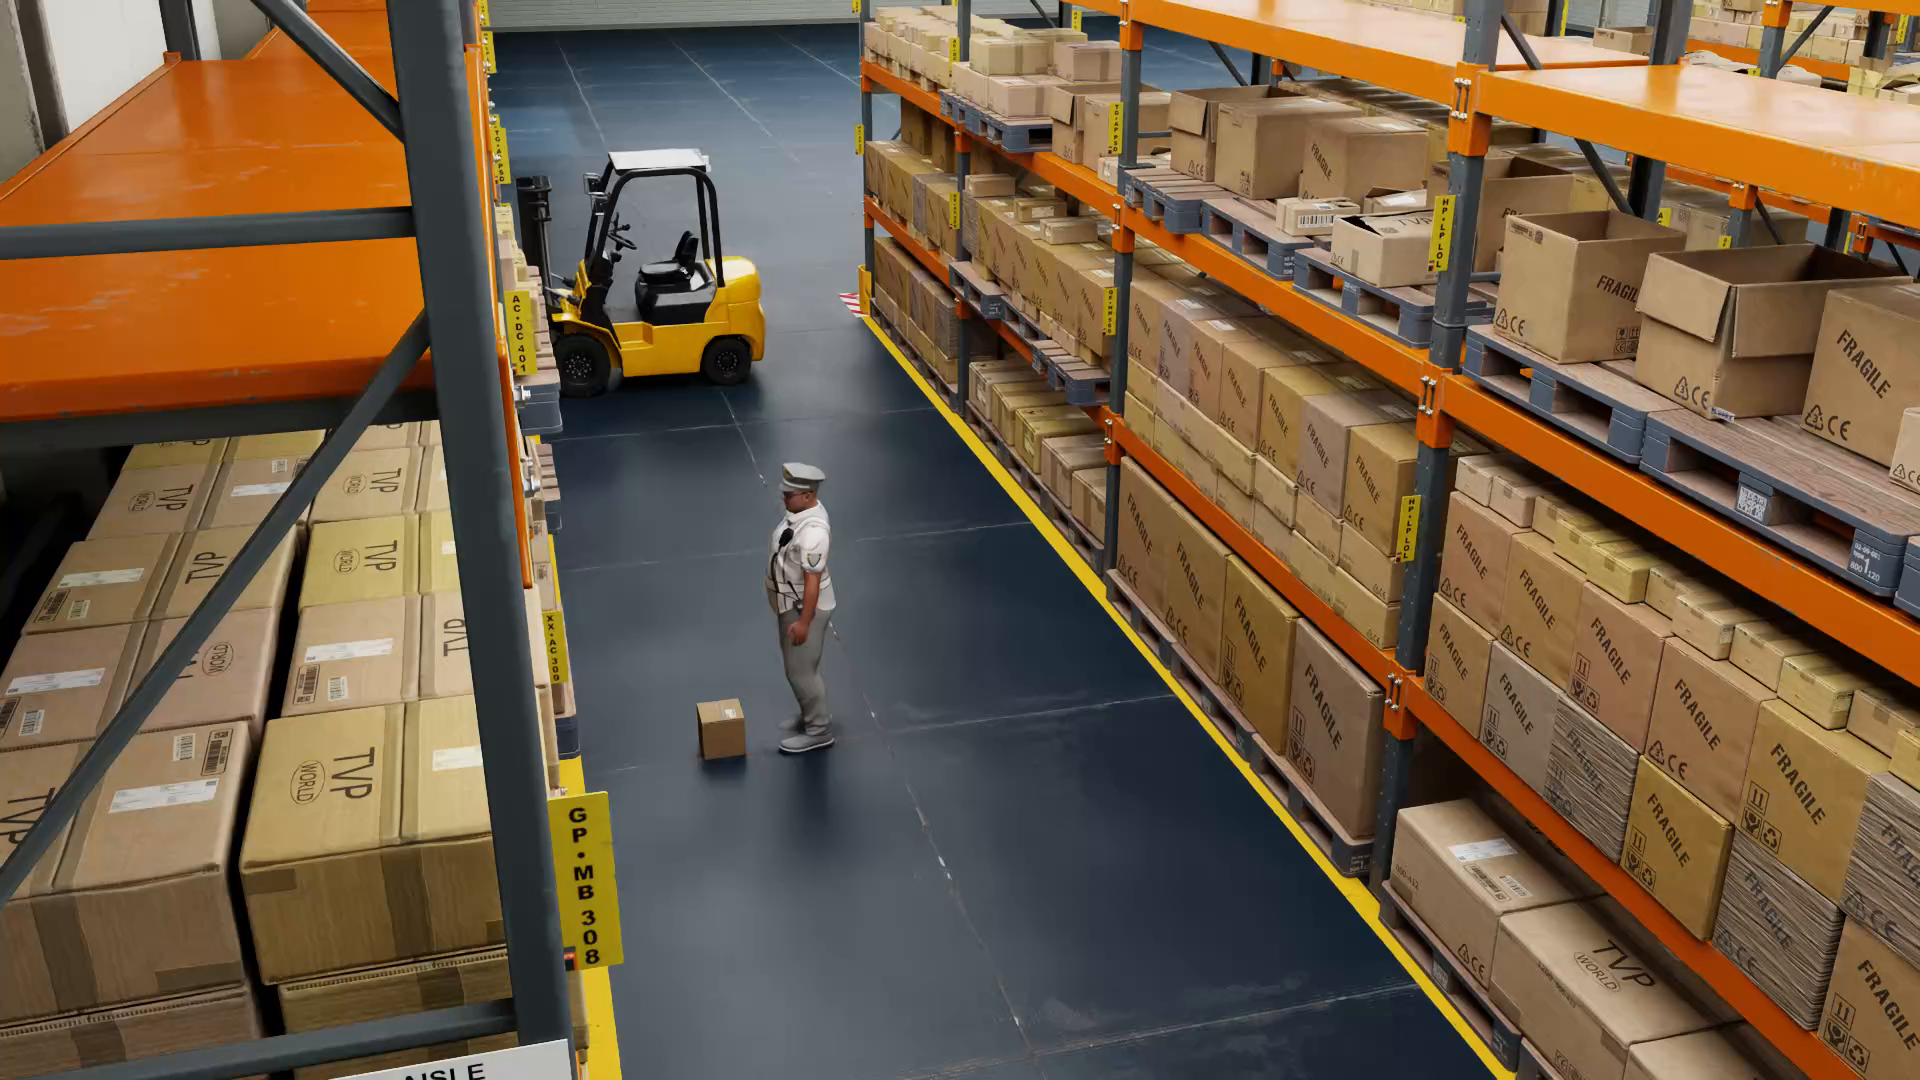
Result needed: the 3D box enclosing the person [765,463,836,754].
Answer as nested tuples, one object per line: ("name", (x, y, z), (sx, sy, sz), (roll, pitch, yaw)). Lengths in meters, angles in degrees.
("person", (-0.924, 0.396, 9.674), (0.392, 1.765, 0.529), (-6, 23, -13))
